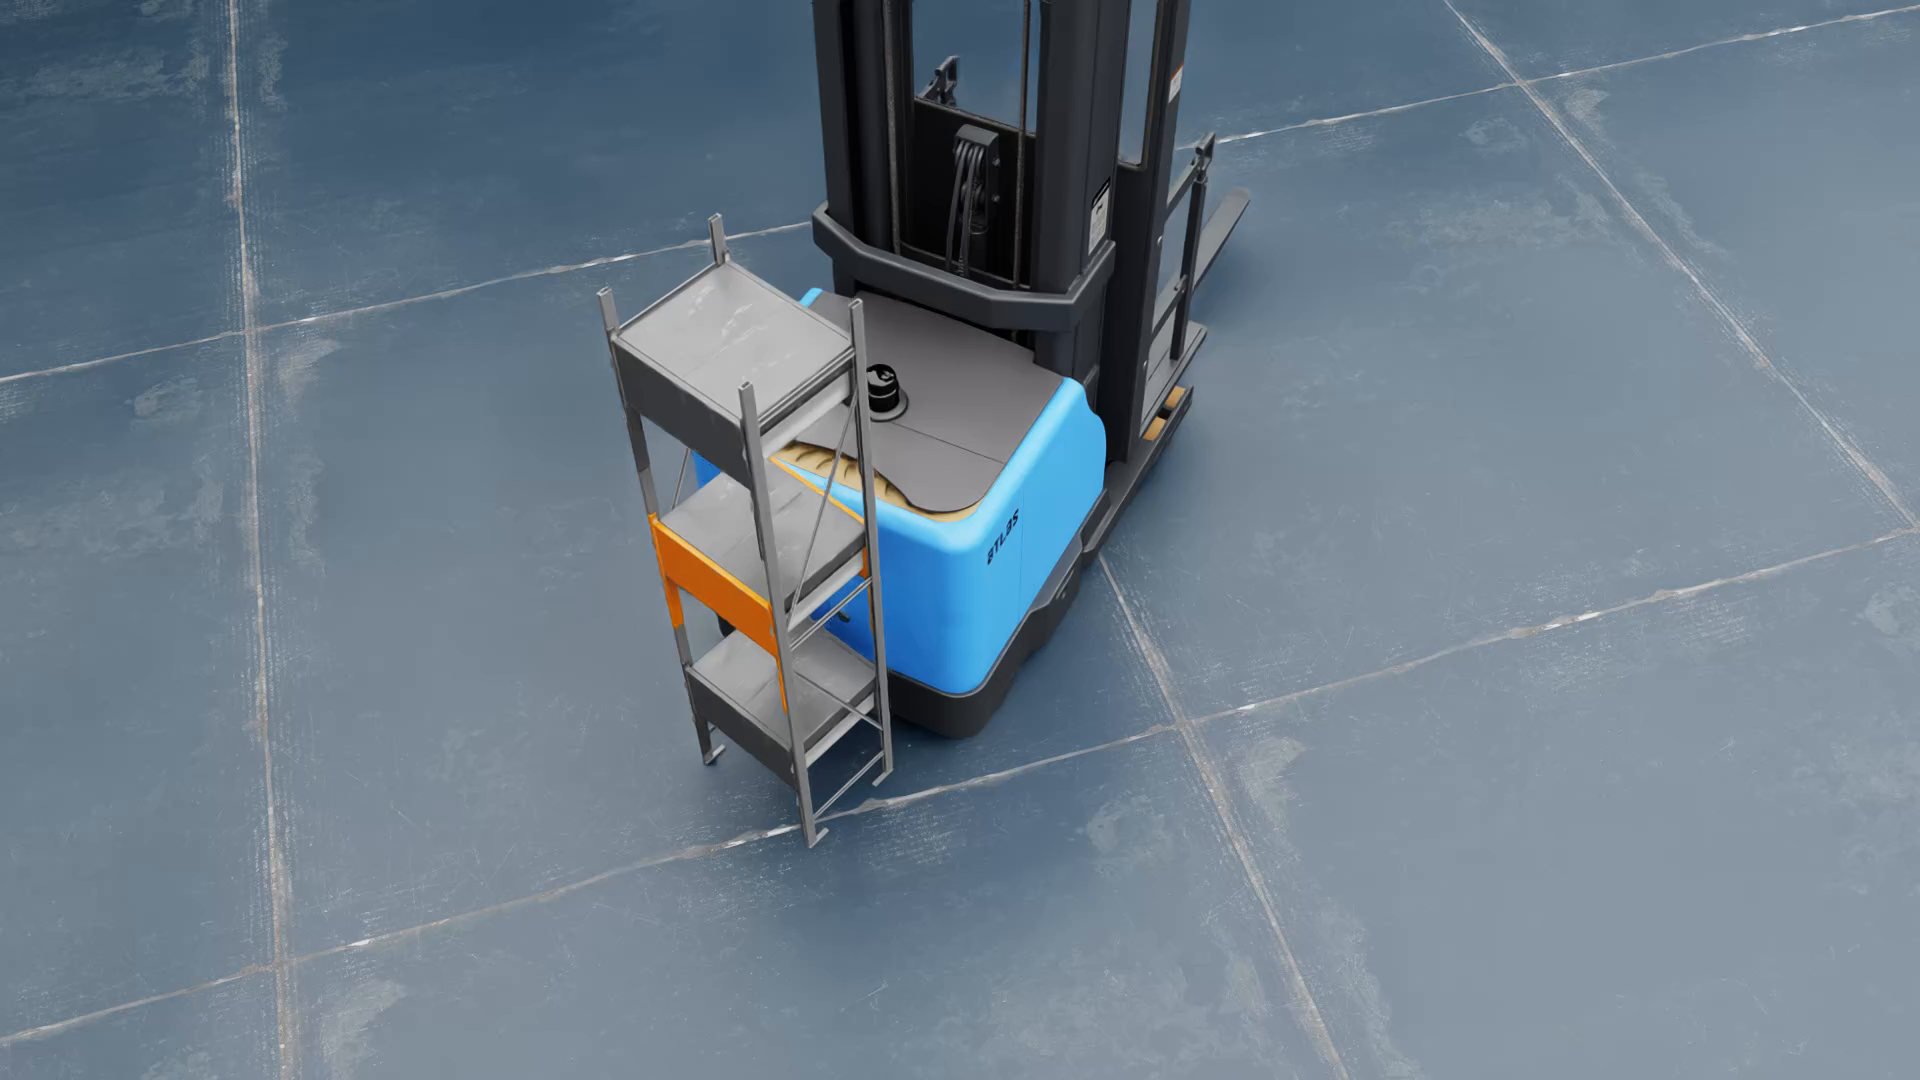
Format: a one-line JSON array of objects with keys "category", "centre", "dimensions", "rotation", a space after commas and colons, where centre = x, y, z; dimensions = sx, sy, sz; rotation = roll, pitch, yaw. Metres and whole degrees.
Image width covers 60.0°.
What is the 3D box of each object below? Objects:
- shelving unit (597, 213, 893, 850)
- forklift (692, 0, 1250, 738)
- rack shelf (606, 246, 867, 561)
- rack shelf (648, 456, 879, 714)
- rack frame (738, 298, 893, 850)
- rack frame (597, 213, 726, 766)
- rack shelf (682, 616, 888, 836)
[{"category": "shelving unit", "centre": [-0.550, 0.090, 4.799], "dimensions": [0.503, 2.100, 0.431], "rotation": [34, 58, 25]}, {"category": "forklift", "centre": [0.270, -1.415, 5.526], "dimensions": [1.130, 2.935, 3.031], "rotation": [22, 53, 17]}, {"category": "rack shelf", "centre": [-0.553, -0.350, 4.272], "dimensions": [0.480, 0.518, 0.431], "rotation": [34, 58, 25]}, {"category": "rack shelf", "centre": [-0.550, 0.099, 4.809], "dimensions": [0.480, 0.518, 0.431], "rotation": [34, 58, 25]}, {"category": "rack frame", "centre": [-0.366, 0.213, 4.695], "dimensions": [0.015, 2.100, 0.400], "rotation": [34, 58, 25]}, {"category": "rack frame", "centre": [-0.734, -0.032, 4.902], "dimensions": [0.015, 2.100, 0.400], "rotation": [34, 58, 25]}, {"category": "rack shelf", "centre": [-0.547, 0.548, 5.346], "dimensions": [0.480, 0.518, 0.431], "rotation": [34, 58, 25]}]
